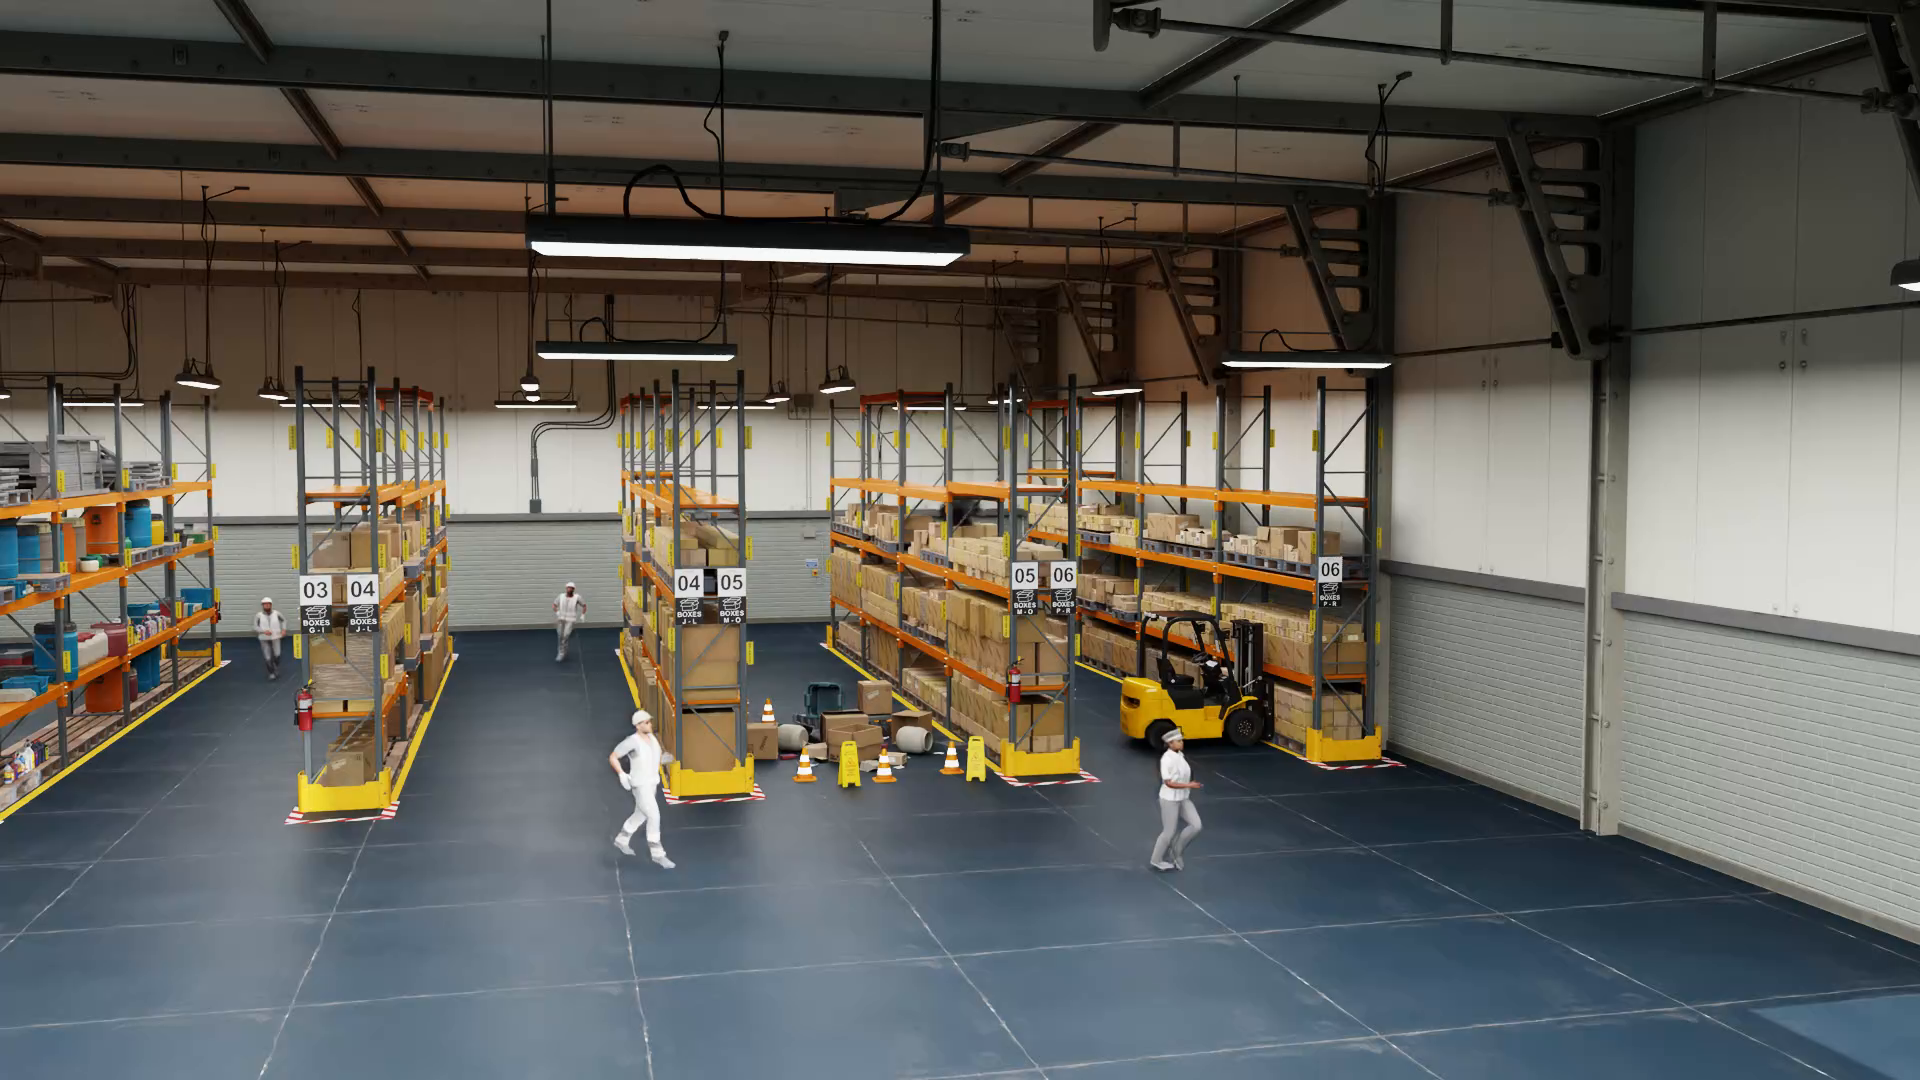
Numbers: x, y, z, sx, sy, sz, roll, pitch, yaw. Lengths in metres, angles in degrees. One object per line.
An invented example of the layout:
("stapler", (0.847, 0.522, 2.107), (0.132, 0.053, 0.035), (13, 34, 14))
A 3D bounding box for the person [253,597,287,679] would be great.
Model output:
("person", (-14.430, 2.062, 34.800), (0.665, 1.721, 0.583), (-1, 4, -21))

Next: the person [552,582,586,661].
("person", (-8.939, 1.833, 37.878), (0.739, 1.751, 0.944), (0, 3, 2))

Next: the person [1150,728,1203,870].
("person", (2.512, 3.006, 19.253), (0.651, 1.680, 0.519), (3, 4, 36))

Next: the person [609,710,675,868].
("person", (-3.733, 2.914, 19.603), (0.918, 1.814, 0.656), (1, 4, 21))
